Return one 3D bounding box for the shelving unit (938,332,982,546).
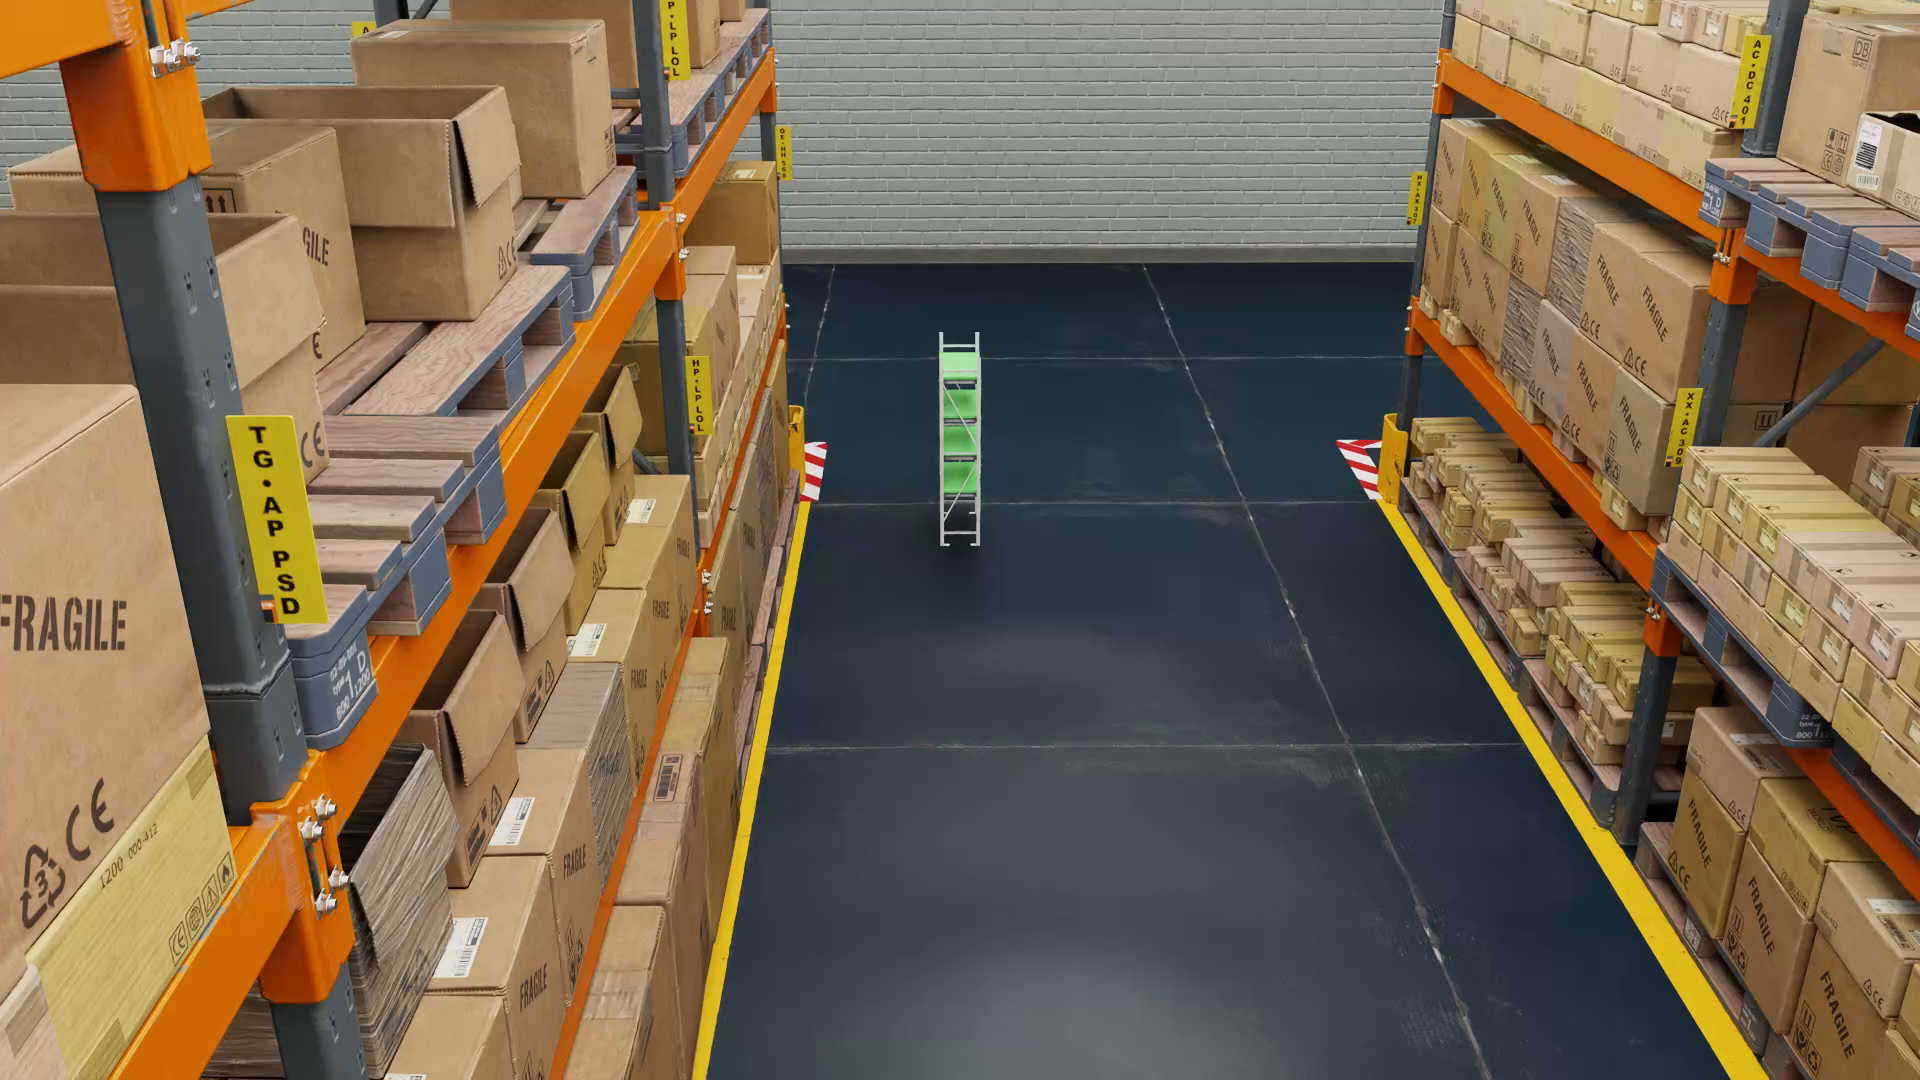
[{"bbox_3d":[-0.002,-0.615,10.154,0.258,1.200,0.503,0,24,-1],"label":"shelving unit"}]

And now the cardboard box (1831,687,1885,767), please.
[{"bbox_3d":[2.952,0.575,5.134,0.380,0.149,0.250,-1,24,-2],"label":"cardboard box"}]

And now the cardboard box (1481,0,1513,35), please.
[{"bbox_3d":[3.096,-2.828,8.798,0.500,0.250,0.500,-1,24,-1],"label":"cardboard box"}]

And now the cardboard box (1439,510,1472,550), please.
[{"bbox_3d":[3.017,-0.058,9.689,0.380,0.149,0.250,0,24,0],"label":"cardboard box"}]

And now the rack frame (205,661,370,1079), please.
[{"bbox_3d":[-1.529,1.578,3.120,1.000,3.000,0.127,0,24,-1],"label":"rack frame"}]

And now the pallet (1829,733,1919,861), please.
[{"bbox_3d":[3.369,0.870,4.920,1.003,0.211,1.213,0,24,-1],"label":"pallet"}]

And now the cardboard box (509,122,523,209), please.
[{"bbox_3d":[-1.651,-1.135,5.078,0.500,0.311,0.500,-1,24,-2],"label":"cardboard box"}]

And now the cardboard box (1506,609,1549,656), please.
[{"bbox_3d":[3.031,0.470,8.520,0.380,0.149,0.250,0,24,-1],"label":"cardboard box"}]

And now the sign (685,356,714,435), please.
[{"bbox_3d":[-1.030,-0.568,6.557,0.100,0.325,0.005,0,24,-1],"label":"sign"}]

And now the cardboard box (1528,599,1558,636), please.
[{"bbox_3d":[3.104,0.363,8.397,0.380,0.149,0.250,0,24,1],"label":"cardboard box"}]

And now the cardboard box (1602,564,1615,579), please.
[{"bbox_3d":[3.676,0.136,8.898,0.380,0.149,0.250,0,24,0],"label":"cardboard box"}]

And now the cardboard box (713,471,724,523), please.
[{"bbox_3d":[-1.246,-0.187,7.329,0.380,0.149,0.250,-1,24,-2],"label":"cardboard box"}]

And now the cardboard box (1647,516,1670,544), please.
[{"bbox_3d":[3.151,-0.053,7.032,0.380,0.149,0.250,-1,24,-1],"label":"cardboard box"}]

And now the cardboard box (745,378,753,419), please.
[{"bbox_3d":[-1.262,-0.721,8.509,0.380,0.149,0.250,-1,24,-2],"label":"cardboard box"}]

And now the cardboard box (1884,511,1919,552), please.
[{"bbox_3d":[3.594,0.009,6.025,0.380,0.149,0.250,0,24,0],"label":"cardboard box"}]

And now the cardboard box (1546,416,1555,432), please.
[{"bbox_3d":[3.135,-0.592,8.224,0.380,0.149,0.250,-1,24,-1],"label":"cardboard box"}]

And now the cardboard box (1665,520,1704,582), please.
[{"bbox_3d":[2.932,0.037,6.324,0.380,0.149,0.250,-1,24,-3],"label":"cardboard box"}]

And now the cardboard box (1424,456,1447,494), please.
[{"bbox_3d":[3.040,-0.397,10.076,0.380,0.149,0.250,0,24,-1],"label":"cardboard box"}]

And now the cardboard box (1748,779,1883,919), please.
[{"bbox_3d":[3.140,1.080,5.835,0.500,0.250,0.500,0,24,1],"label":"cardboard box"}]

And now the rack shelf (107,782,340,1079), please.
[{"bbox_3d":[-1.507,1.363,0.828,1.077,0.370,4.000,0,24,-1],"label":"rack shelf"}]

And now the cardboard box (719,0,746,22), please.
[{"bbox_3d":[-1.557,-3.153,9.190,0.700,0.500,0.500,-2,24,-4],"label":"cardboard box"}]

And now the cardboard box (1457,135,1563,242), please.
[{"bbox_3d":[3.096,-1.941,9.207,0.500,0.500,0.500,0,24,1],"label":"cardboard box"}]

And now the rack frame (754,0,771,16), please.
[{"bbox_3d":[-1.617,-4.452,9.173,1.000,3.000,0.127,0,24,-1],"label":"rack frame"}]

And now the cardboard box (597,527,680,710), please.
[{"bbox_3d":[-1.296,0.280,5.870,0.500,0.500,0.500,0,24,1],"label":"cardboard box"}]

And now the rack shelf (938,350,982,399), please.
[{"bbox_3d":[-0.002,-0.994,9.982,0.258,0.148,0.480,0,24,-1],"label":"rack shelf"}]

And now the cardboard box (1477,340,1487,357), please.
[{"bbox_3d":[3.153,-1.127,9.408,0.380,0.149,0.250,1,24,2],"label":"cardboard box"}]

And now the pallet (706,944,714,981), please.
[{"bbox_3d":[-1.489,1.518,6.637,1.003,0.211,1.213,0,24,-1],"label":"pallet"}]

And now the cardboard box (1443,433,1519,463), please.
[{"bbox_3d":[3.133,-0.532,10.014,0.380,0.149,0.250,0,24,0],"label":"cardboard box"}]

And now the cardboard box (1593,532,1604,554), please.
[{"bbox_3d":[3.600,-0.001,8.840,0.380,0.149,0.250,0,24,0],"label":"cardboard box"}]

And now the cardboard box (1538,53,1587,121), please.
[{"bbox_3d":[3.108,-2.169,7.948,0.500,0.250,0.500,0,24,-1],"label":"cardboard box"}]

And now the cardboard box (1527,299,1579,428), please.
[{"bbox_3d":[3.091,-0.849,8.004,0.500,0.500,0.500,0,24,-1],"label":"cardboard box"}]

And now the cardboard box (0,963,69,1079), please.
[{"bbox_3d":[-1.260,0.679,1.650,0.500,0.250,0.500,0,24,-1],"label":"cardboard box"}]

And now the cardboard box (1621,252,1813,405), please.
[{"bbox_3d":[3.112,-0.880,6.860,0.500,0.500,0.500,-1,24,-2],"label":"cardboard box"}]

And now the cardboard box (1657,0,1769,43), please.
[{"bbox_3d":[3.053,-2.095,6.695,0.380,0.149,0.250,0,24,-1],"label":"cardboard box"}]

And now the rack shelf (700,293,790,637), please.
[{"bbox_3d":[-1.595,-0.566,8.735,1.077,0.370,4.000,0,24,-1],"label":"rack shelf"}]

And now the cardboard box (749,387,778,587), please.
[{"bbox_3d":[-1.520,-0.303,9.349,0.875,0.875,0.875,0,24,-1],"label":"cardboard box"}]

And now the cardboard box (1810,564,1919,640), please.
[{"bbox_3d":[2.945,0.195,5.253,0.380,0.149,0.250,0,24,-1],"label":"cardboard box"}]

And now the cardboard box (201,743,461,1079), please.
[{"bbox_3d":[-1.521,0.774,3.559,0.797,0.503,0.637,1,24,1],"label":"cardboard box"}]

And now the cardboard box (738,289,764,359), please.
[{"bbox_3d":[-1.335,-1.168,9.014,0.500,0.250,0.500,-1,24,-2],"label":"cardboard box"}]

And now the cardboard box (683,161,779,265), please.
[{"bbox_3d":[-1.348,-1.928,9.783,0.500,0.500,0.500,0,24,0],"label":"cardboard box"}]

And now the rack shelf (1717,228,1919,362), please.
[{"bbox_3d":[3.410,-0.265,4.430,1.077,0.370,4.000,0,24,-1],"label":"rack shelf"}]

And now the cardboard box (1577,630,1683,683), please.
[{"bbox_3d":[3.081,0.535,7.654,0.380,0.149,0.250,0,24,0],"label":"cardboard box"}]

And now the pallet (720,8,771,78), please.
[{"bbox_3d":[-1.598,-2.739,9.133,1.003,0.211,1.213,0,24,-1],"label":"pallet"}]

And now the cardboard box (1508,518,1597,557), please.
[{"bbox_3d":[3.143,0.000,8.837,0.380,0.149,0.250,0,24,0],"label":"cardboard box"}]

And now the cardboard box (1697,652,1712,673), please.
[{"bbox_3d":[3.648,0.529,7.668,0.380,0.149,0.250,1,24,2],"label":"cardboard box"}]

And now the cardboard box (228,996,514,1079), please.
[{"bbox_3d":[-1.263,1.331,3.545,0.500,0.500,0.500,0,24,1],"label":"cardboard box"}]

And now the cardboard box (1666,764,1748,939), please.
[{"bbox_3d":[3.131,1.203,6.475,0.500,0.500,0.500,1,24,1],"label":"cardboard box"}]

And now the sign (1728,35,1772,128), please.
[{"bbox_3d":[2.845,-1.647,5.985,0.100,0.325,0.005,0,24,-1],"label":"sign"}]

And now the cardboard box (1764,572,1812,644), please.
[{"bbox_3d":[2.944,0.222,5.554,0.380,0.149,0.250,-1,24,-3],"label":"cardboard box"}]

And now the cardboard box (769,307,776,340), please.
[{"bbox_3d":[-1.277,-1.247,9.673,0.380,0.149,0.250,0,24,0],"label":"cardboard box"}]

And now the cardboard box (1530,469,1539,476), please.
[{"bbox_3d":[3.584,-0.403,10.089,0.380,0.149,0.250,-1,24,-2],"label":"cardboard box"}]

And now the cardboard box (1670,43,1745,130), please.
[{"bbox_3d":[3.129,-1.766,6.450,0.500,0.250,0.500,-1,24,-3],"label":"cardboard box"}]
